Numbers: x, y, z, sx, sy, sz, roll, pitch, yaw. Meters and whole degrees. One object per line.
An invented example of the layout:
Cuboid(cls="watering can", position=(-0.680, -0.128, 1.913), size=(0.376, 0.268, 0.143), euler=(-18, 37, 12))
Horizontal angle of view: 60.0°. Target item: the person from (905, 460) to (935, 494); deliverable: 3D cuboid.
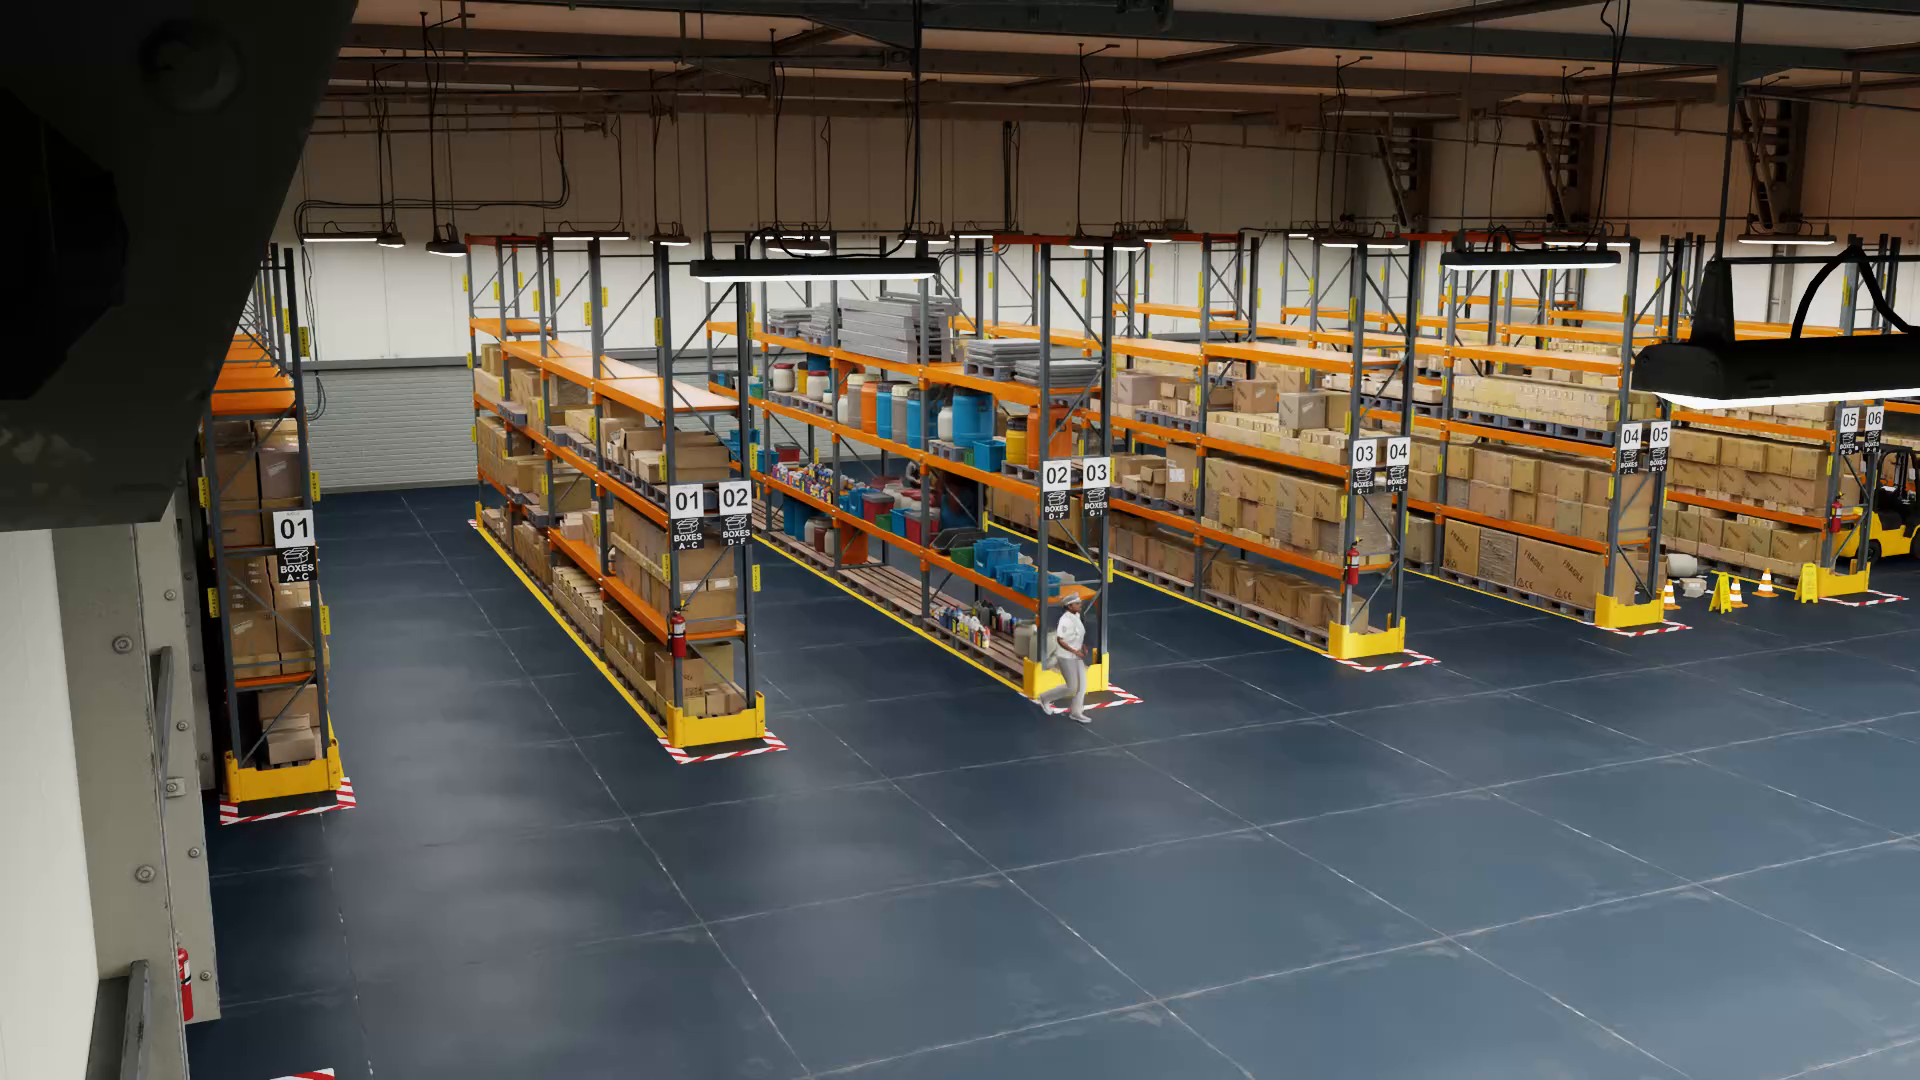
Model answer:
Cuboid(cls="person", position=(-0.814, -1.053, 34.146), size=(0.669, 1.684, 0.760), euler=(-6, 13, -30))

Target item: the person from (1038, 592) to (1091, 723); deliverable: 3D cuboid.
Cuboid(cls="person", position=(1.359, 1.474, 21.175), size=(0.691, 1.689, 0.602), euler=(5, 12, 23))

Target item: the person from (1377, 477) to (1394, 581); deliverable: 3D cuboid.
Cuboid(cls="person", position=(7.460, -0.229, 29.637), size=(0.704, 1.832, 0.850), euler=(-6, 12, -27))
